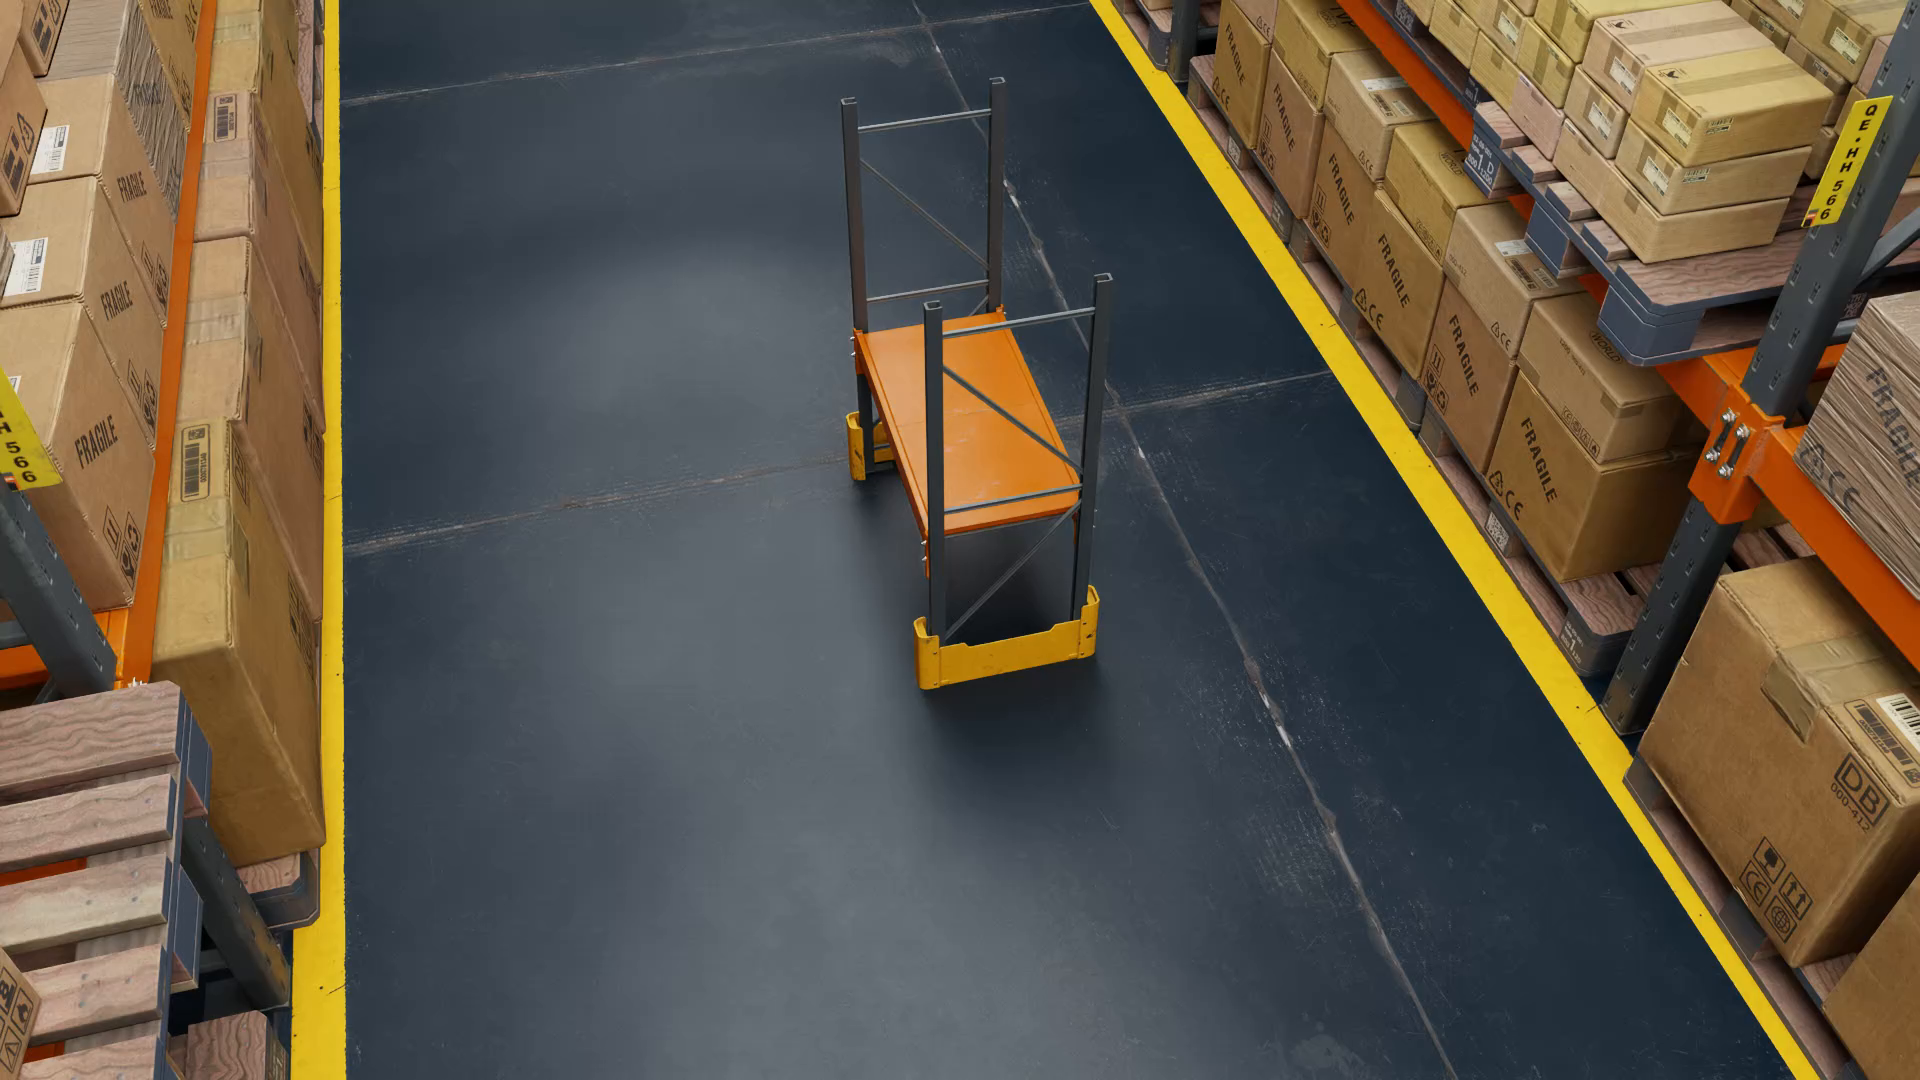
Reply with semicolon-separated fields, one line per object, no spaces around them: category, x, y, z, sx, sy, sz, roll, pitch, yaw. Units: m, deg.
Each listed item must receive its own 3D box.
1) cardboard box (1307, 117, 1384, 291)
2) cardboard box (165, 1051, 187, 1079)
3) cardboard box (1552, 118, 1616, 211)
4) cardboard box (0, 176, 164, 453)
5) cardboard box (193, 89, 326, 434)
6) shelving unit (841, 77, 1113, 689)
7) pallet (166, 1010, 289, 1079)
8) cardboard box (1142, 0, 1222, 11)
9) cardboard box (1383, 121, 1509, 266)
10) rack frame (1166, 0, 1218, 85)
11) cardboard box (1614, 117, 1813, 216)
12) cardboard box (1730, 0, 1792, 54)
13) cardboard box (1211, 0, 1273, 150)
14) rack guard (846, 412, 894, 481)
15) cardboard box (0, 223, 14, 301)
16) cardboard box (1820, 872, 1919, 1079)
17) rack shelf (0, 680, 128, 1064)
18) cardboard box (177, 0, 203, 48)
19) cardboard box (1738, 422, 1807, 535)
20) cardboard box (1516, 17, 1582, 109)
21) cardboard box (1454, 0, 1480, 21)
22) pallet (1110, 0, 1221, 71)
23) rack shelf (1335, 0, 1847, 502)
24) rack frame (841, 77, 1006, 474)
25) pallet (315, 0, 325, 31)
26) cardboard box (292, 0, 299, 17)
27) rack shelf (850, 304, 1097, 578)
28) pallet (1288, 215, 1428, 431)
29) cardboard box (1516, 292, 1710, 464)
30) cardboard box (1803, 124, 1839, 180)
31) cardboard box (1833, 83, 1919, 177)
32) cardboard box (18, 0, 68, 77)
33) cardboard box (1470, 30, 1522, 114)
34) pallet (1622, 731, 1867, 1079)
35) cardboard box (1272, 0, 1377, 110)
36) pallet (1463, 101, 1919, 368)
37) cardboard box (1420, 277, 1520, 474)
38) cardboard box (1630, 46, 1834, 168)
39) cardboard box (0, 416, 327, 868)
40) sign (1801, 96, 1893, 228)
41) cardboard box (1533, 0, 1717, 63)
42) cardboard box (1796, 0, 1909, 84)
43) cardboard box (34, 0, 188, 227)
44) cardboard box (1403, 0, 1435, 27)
cardboard box;1.700;-1.321;6.401;0.500;0.500;0.500;-10;46;-10
cardboard box;-2.123;1.447;3.674;0.700;0.500;0.500;-13;47;-12
cardboard box;1.874;-1.058;4.568;0.380;0.149;0.250;-11;47;-10
cardboard box;-2.310;-0.509;4.079;0.500;0.500;0.500;-12;47;-11
cardboard box;-2.925;-0.843;5.670;1.225;0.875;0.875;-12;47;-12
shelving unit;0.020;-0.472;5.163;0.587;1.500;1.083;-11;47;-10
pallet;-2.115;1.783;3.855;1.003;0.211;1.213;-11;47;-10
cardboard box;1.053;-2.690;7.988;0.380;0.149;0.250;-10;46;-10
cardboard box;1.823;-1.230;5.786;0.500;0.250;0.500;-10;46;-9
rack frame;1.483;-3.332;6.915;1.000;3.000;0.127;-11;47;-10
cardboard box;1.940;-0.991;4.295;0.380;0.149;0.250;-10;46;-9
cardboard box;2.434;-1.474;4.768;0.380;0.149;0.250;-12;47;-12
cardboard box;1.415;-2.045;7.110;0.500;0.500;0.500;-9;46;-9
rack guard;-0.108;-0.379;5.946;0.587;0.250;0.087;-11;47;-10
cardboard box;-2.485;-0.627;3.492;0.797;0.503;0.637;-9;46;-9
cardboard box;2.803;1.110;3.843;1.050;0.750;0.750;-10;46;-10
rack shelf;-1.802;1.899;2.292;1.077;0.370;4.000;-11;47;-10
cardboard box;-2.834;-1.914;5.456;0.500;0.500;0.500;-9;46;-9
cardboard box;2.572;-0.377;5.476;0.500;0.500;0.500;-13;47;-12
cardboard box;1.800;-1.356;4.653;0.380;0.149;0.250;-10;46;-9
cardboard box;1.675;-1.702;4.991;0.380;0.149;0.250;-11;47;-11
pallet;1.276;-2.813;8.359;1.003;0.211;1.213;-11;47;-10
rack shelf;1.995;-1.699;5.819;1.077;0.370;4.000;-11;47;-10
rack frame;-0.108;-0.817;5.501;0.500;1.500;0.032;-11;47;-10
pallet;-3.773;-2.902;8.446;1.003;0.211;1.213;-11;47;-10
cardboard box;-3.660;-2.990;7.773;0.875;0.875;0.875;-11;47;-10
rack shelf;0.022;-0.340;5.285;0.538;0.185;1.000;-11;47;-10
pallet;1.999;-0.975;6.558;1.003;0.211;1.213;-11;47;-10
cardboard box;2.078;-0.529;5.099;0.500;0.250;0.500;-12;47;-11
cardboard box;2.519;-1.160;4.669;0.380;0.149;0.250;-9;46;-8
cardboard box;2.577;-1.104;4.405;0.380;0.149;0.250;-9;46;-9
cardboard box;-2.828;-1.539;4.386;0.797;0.503;0.637;-9;46;-9
cardboard box;1.748;-1.408;4.911;0.380;0.149;0.250;-11;47;-11
pallet;2.636;0.964;4.658;1.003;0.211;1.213;-11;47;-10
cardboard box;1.555;-1.941;6.483;0.500;0.250;0.500;-10;46;-9
pallet;2.221;-0.976;4.740;1.213;0.211;1.003;-11;47;-10
cardboard box;1.956;-0.608;5.702;0.500;0.500;0.500;-9;46;-9
cardboard box;1.938;-1.092;4.185;0.380;0.149;0.250;-12;47;-12
cardboard box;-2.470;0.383;4.468;1.225;0.875;0.875;-13;47;-12
sign;1.984;-0.842;3.720;0.100;0.325;0.005;-11;47;-10
cardboard box;1.809;-1.447;4.533;0.380;0.149;0.250;-9;46;-9
cardboard box;2.504;-1.377;4.465;0.380;0.149;0.250;-12;47;-11
cardboard box;-2.570;-1.208;4.763;0.500;0.500;0.500;-11;47;-10
cardboard box;1.613;-1.772;5.269;0.380;0.149;0.250;-9;46;-9
